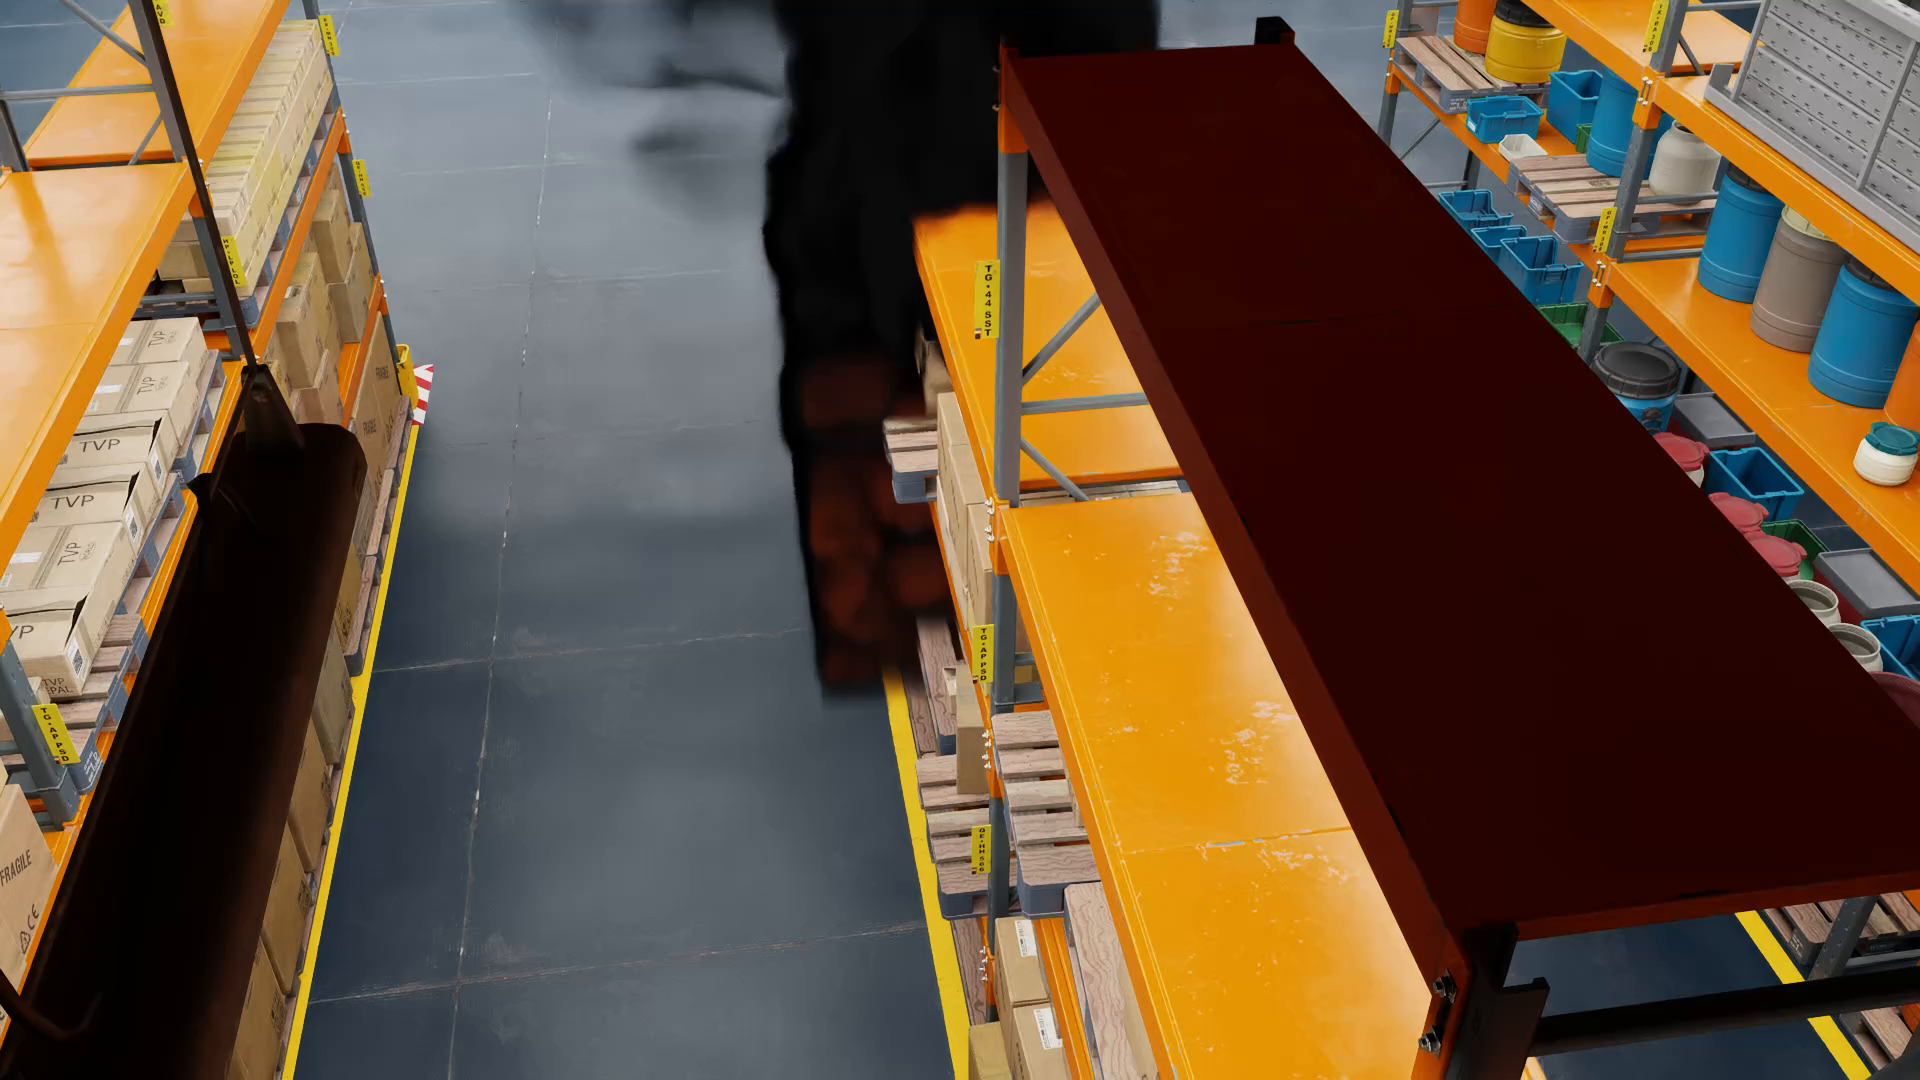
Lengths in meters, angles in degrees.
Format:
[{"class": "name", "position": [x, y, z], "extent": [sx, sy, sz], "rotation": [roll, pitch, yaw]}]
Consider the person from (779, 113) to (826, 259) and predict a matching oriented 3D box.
[{"class": "person", "position": [-1.586, -3.557, 16.967], "extent": [0.617, 1.632, 0.609], "rotation": [24, 43, 29]}]
